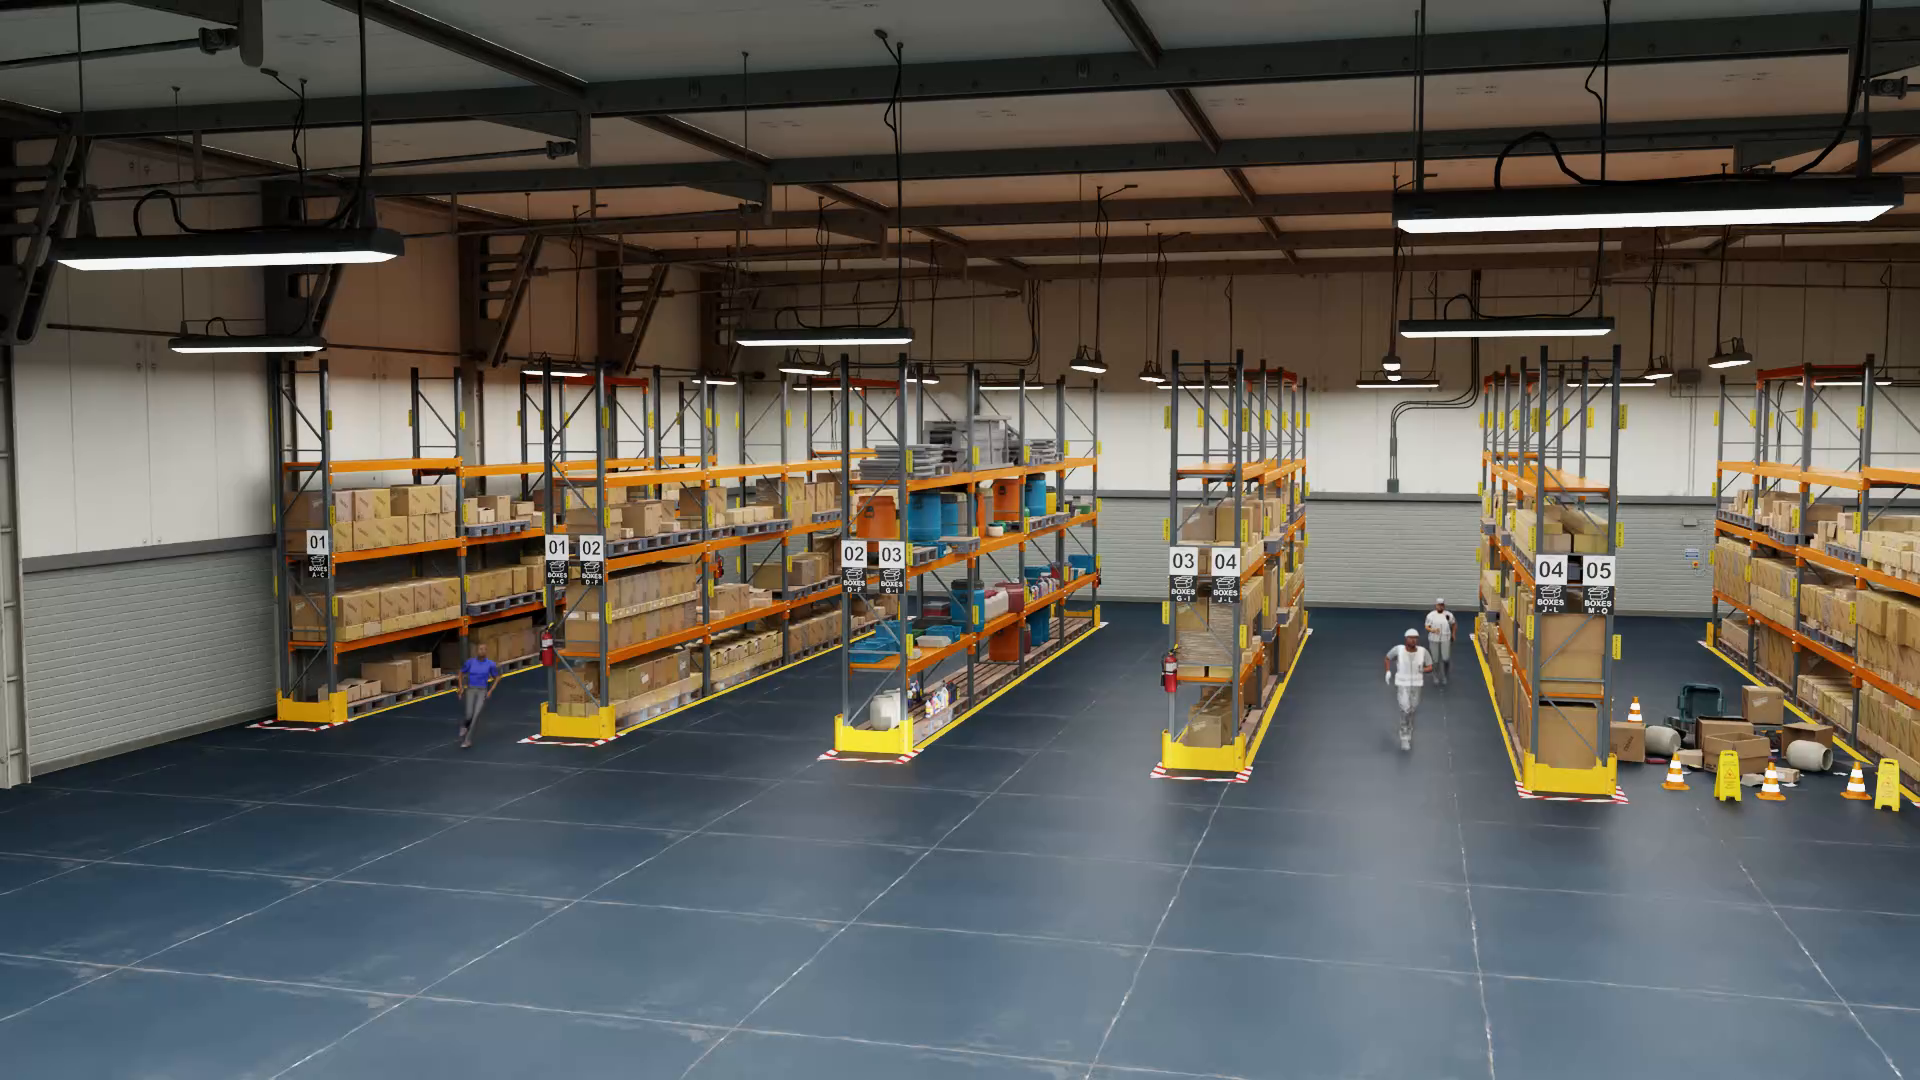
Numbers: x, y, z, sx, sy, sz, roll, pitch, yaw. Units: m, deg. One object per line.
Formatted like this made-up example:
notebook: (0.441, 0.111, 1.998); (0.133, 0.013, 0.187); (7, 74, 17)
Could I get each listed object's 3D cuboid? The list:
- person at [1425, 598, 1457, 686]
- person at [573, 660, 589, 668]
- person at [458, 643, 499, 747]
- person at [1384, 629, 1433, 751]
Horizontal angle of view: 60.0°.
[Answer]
person: (9.062, 1.922, 31.351); (0.582, 1.651, 0.652); (1, 4, 15)
person: (-6.982, 1.898, 30.988); (0.565, 1.809, 0.838); (0, 4, -2)
person: (-7.415, 2.372, 25.620); (0.613, 1.578, 0.523); (-1, 4, -15)
person: (6.896, 2.265, 25.518); (0.687, 1.831, 0.790); (0, 4, 0)
